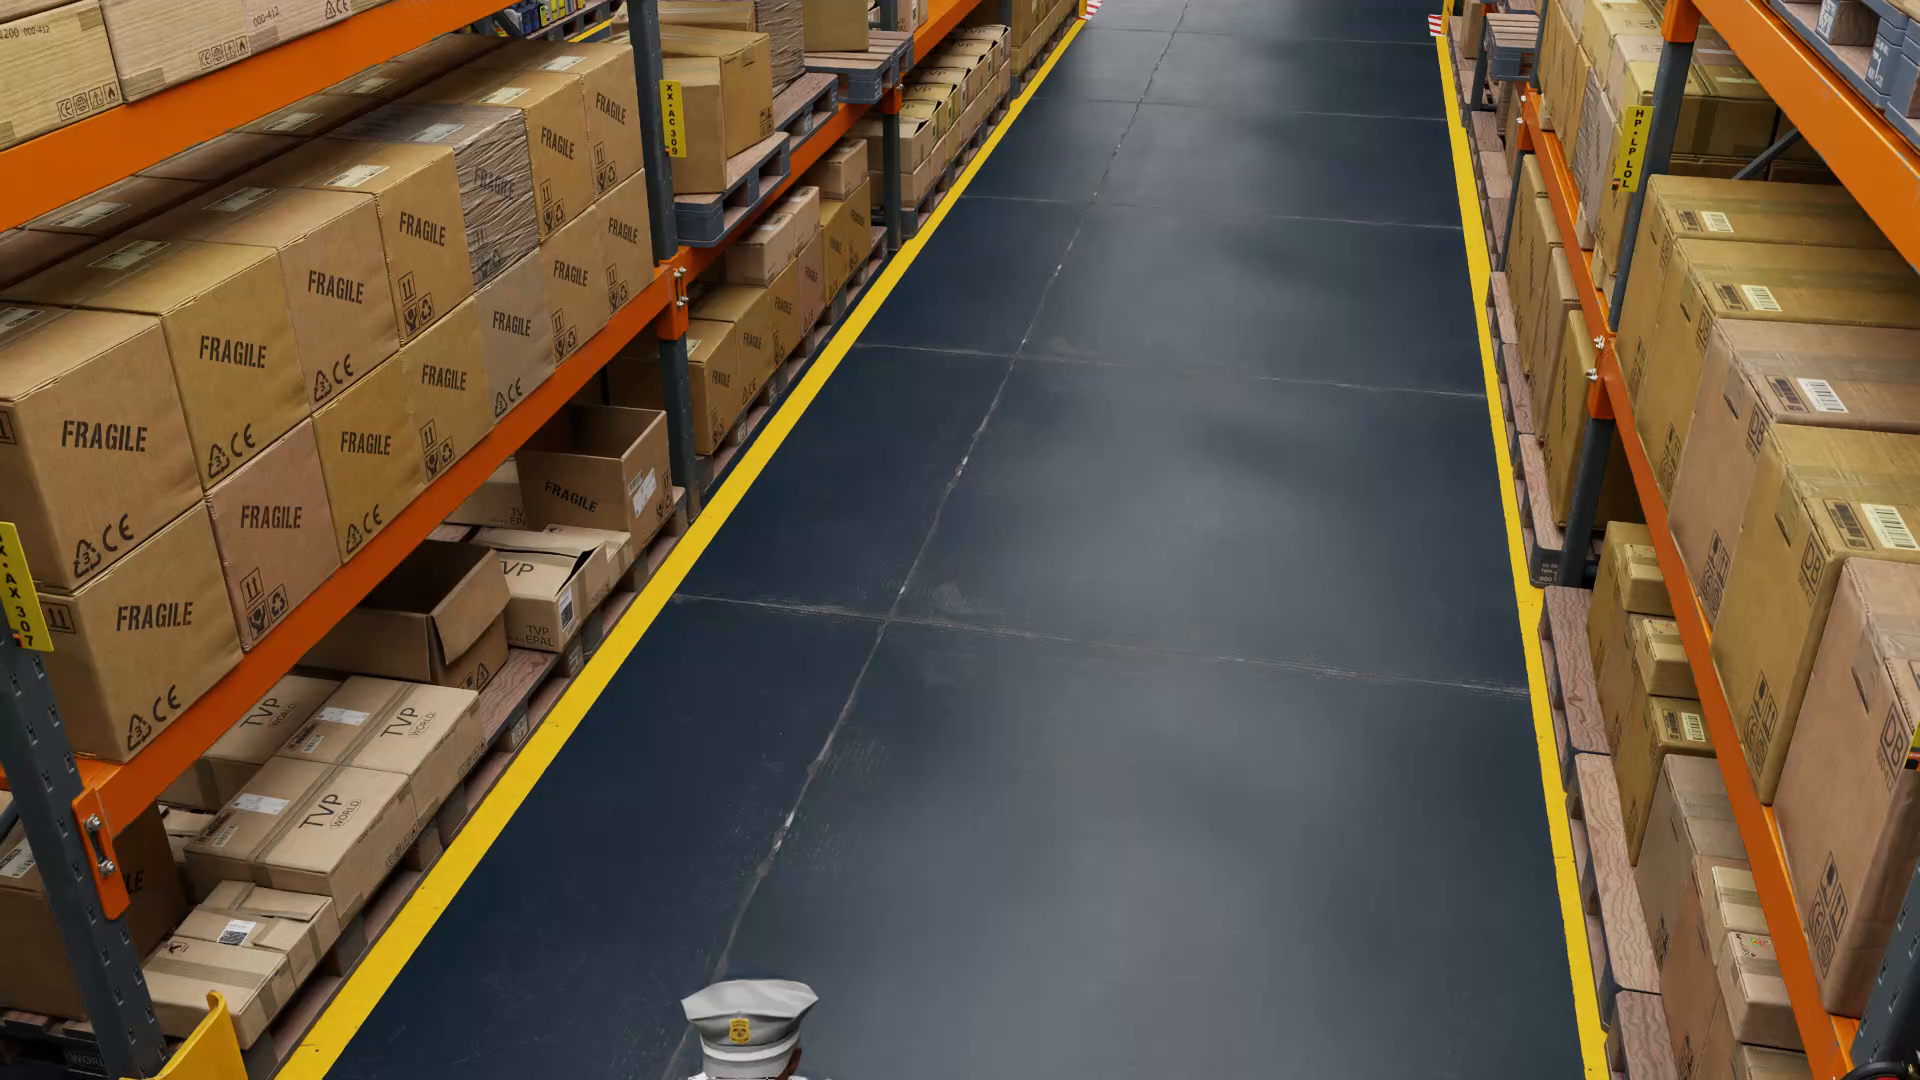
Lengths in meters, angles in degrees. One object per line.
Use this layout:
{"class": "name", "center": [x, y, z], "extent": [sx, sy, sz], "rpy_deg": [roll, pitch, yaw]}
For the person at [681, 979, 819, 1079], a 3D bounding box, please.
{"class": "person", "center": [-0.397, 1.533, 3.311], "extent": [0.444, 1.647, 0.951], "rpy_deg": [6, 30, 11]}
